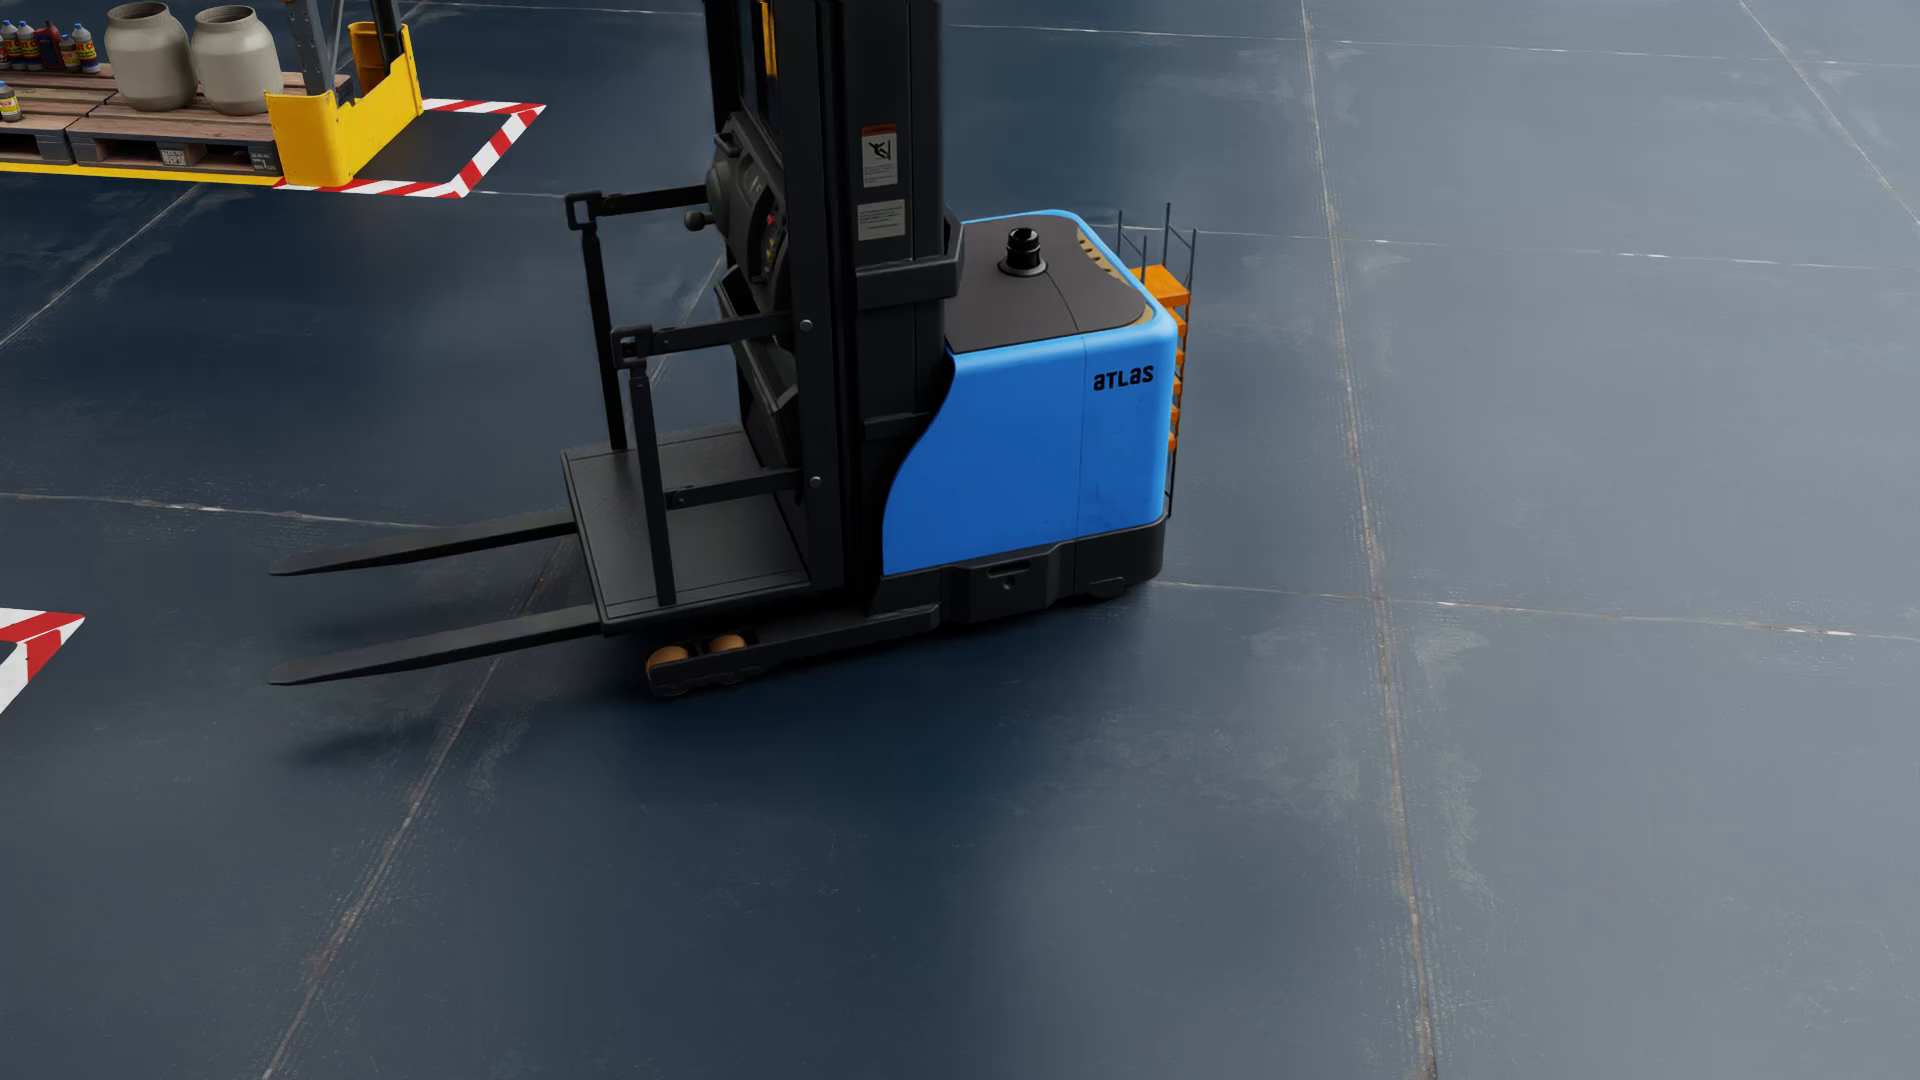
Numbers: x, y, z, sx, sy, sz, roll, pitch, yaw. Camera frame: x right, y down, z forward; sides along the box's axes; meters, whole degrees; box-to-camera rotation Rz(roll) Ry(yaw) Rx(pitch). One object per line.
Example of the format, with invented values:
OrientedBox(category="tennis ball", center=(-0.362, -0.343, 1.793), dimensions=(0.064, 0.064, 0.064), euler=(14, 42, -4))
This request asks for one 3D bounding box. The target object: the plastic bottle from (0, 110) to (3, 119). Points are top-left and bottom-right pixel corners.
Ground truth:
OrientedBox(category="plastic bottle", center=(-5.308, -2.426, 9.027), dimensions=(0.133, 0.283, 0.061), euler=(5, 36, 7))

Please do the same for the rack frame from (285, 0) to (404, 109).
OrientedBox(category="rack frame", center=(-3.312, -3.471, 8.532), dimensions=(0.127, 3.000, 1.000), euler=(4, 36, 6))

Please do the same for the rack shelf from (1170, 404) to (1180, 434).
OrientedBox(category="rack shelf", center=(0.682, -0.485, 6.180), dimensions=(0.180, 0.103, 0.258), euler=(-11, 37, -15))

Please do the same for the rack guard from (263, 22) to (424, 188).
OrientedBox(category="rack guard", center=(-3.393, -2.432, 9.228), dimensions=(0.348, 0.500, 1.175), euler=(4, 36, 6))

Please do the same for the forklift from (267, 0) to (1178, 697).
OrientedBox(category="forklift", center=(-0.846, -1.019, 5.155), dimensions=(3.031, 2.935, 1.130), euler=(-11, 37, -15))

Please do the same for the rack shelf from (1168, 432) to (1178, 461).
OrientedBox(category="rack shelf", center=(0.682, -0.387, 6.249), dimensions=(0.180, 0.103, 0.258), euler=(-11, 37, -15))

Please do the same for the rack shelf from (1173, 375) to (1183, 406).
OrientedBox(category="rack shelf", center=(0.682, -0.583, 6.110), dimensions=(0.180, 0.103, 0.258), euler=(-11, 37, -15))

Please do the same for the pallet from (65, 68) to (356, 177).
OrientedBox(category="pallet", center=(-4.199, -2.378, 9.400), dimensions=(1.213, 0.211, 1.003), euler=(4, 36, 6))

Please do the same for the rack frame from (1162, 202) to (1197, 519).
OrientedBox(category="rack frame", center=(0.768, -0.636, 6.108), dimensions=(0.006, 1.200, 0.240), euler=(-11, 37, -15))

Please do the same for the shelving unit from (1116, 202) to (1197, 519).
OrientedBox(category="shelving unit", center=(0.682, -0.619, 6.084), dimensions=(0.189, 1.200, 0.258), euler=(-11, 37, -15))

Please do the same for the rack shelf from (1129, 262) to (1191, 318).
OrientedBox(category="rack shelf", center=(0.682, -0.876, 5.901), dimensions=(0.180, 0.103, 0.258), euler=(-11, 37, -15))

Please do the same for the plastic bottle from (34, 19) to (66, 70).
OrientedBox(category="plastic bottle", center=(-5.293, -2.886, 9.671), dimensions=(0.133, 0.283, 0.061), euler=(5, 36, 7))

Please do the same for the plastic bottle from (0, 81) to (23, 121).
OrientedBox(category="plastic bottle", center=(-5.190, -2.395, 9.053), dimensions=(0.097, 0.201, 0.097), euler=(0, 36, 0))

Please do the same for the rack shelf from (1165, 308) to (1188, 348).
OrientedBox(category="rack shelf", center=(0.682, -0.778, 5.971), dimensions=(0.180, 0.103, 0.258), euler=(-11, 37, -15))

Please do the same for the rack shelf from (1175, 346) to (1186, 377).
OrientedBox(category="rack shelf", center=(0.682, -0.680, 6.040), dimensions=(0.180, 0.103, 0.258), euler=(-11, 37, -15))

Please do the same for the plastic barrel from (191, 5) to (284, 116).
OrientedBox(category="plastic barrel", center=(-3.975, -2.634, 9.139), dimensions=(0.421, 0.512, 0.421), euler=(0, 36, 0))

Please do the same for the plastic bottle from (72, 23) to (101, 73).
OrientedBox(category="plastic bottle", center=(-5.071, -2.854, 9.636), dimensions=(0.097, 0.271, 0.097), euler=(0, 36, 0))

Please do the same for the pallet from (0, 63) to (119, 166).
OrientedBox(category="pallet", center=(-5.405, -2.470, 9.529), dimensions=(1.213, 0.211, 1.003), euler=(4, 36, 6))

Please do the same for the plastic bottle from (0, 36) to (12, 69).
OrientedBox(category="plastic bottle", center=(-5.608, -2.865, 9.713), dimensions=(0.097, 0.201, 0.097), euler=(0, 36, 0))

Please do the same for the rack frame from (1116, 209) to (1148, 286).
OrientedBox(category="rack frame", center=(0.595, -0.602, 6.061), dimensions=(0.006, 1.200, 0.240), euler=(-11, 37, -15))

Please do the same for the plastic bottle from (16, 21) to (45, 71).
OrientedBox(category="plastic bottle", center=(-5.411, -2.879, 9.672), dimensions=(0.097, 0.271, 0.097), euler=(0, 36, 0))

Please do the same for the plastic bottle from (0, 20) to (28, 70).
OrientedBox(category="plastic bottle", center=(-5.510, -2.886, 9.682), dimensions=(0.097, 0.271, 0.097), euler=(0, 36, 0))

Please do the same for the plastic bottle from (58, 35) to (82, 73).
OrientedBox(category="plastic bottle", center=(-5.173, -2.833, 9.667), dimensions=(0.097, 0.201, 0.097), euler=(0, 36, 0))

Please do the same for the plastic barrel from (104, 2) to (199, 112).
OrientedBox(category="plastic barrel", center=(-4.472, -2.671, 9.191), dimensions=(0.421, 0.512, 0.421), euler=(0, 36, 0))
